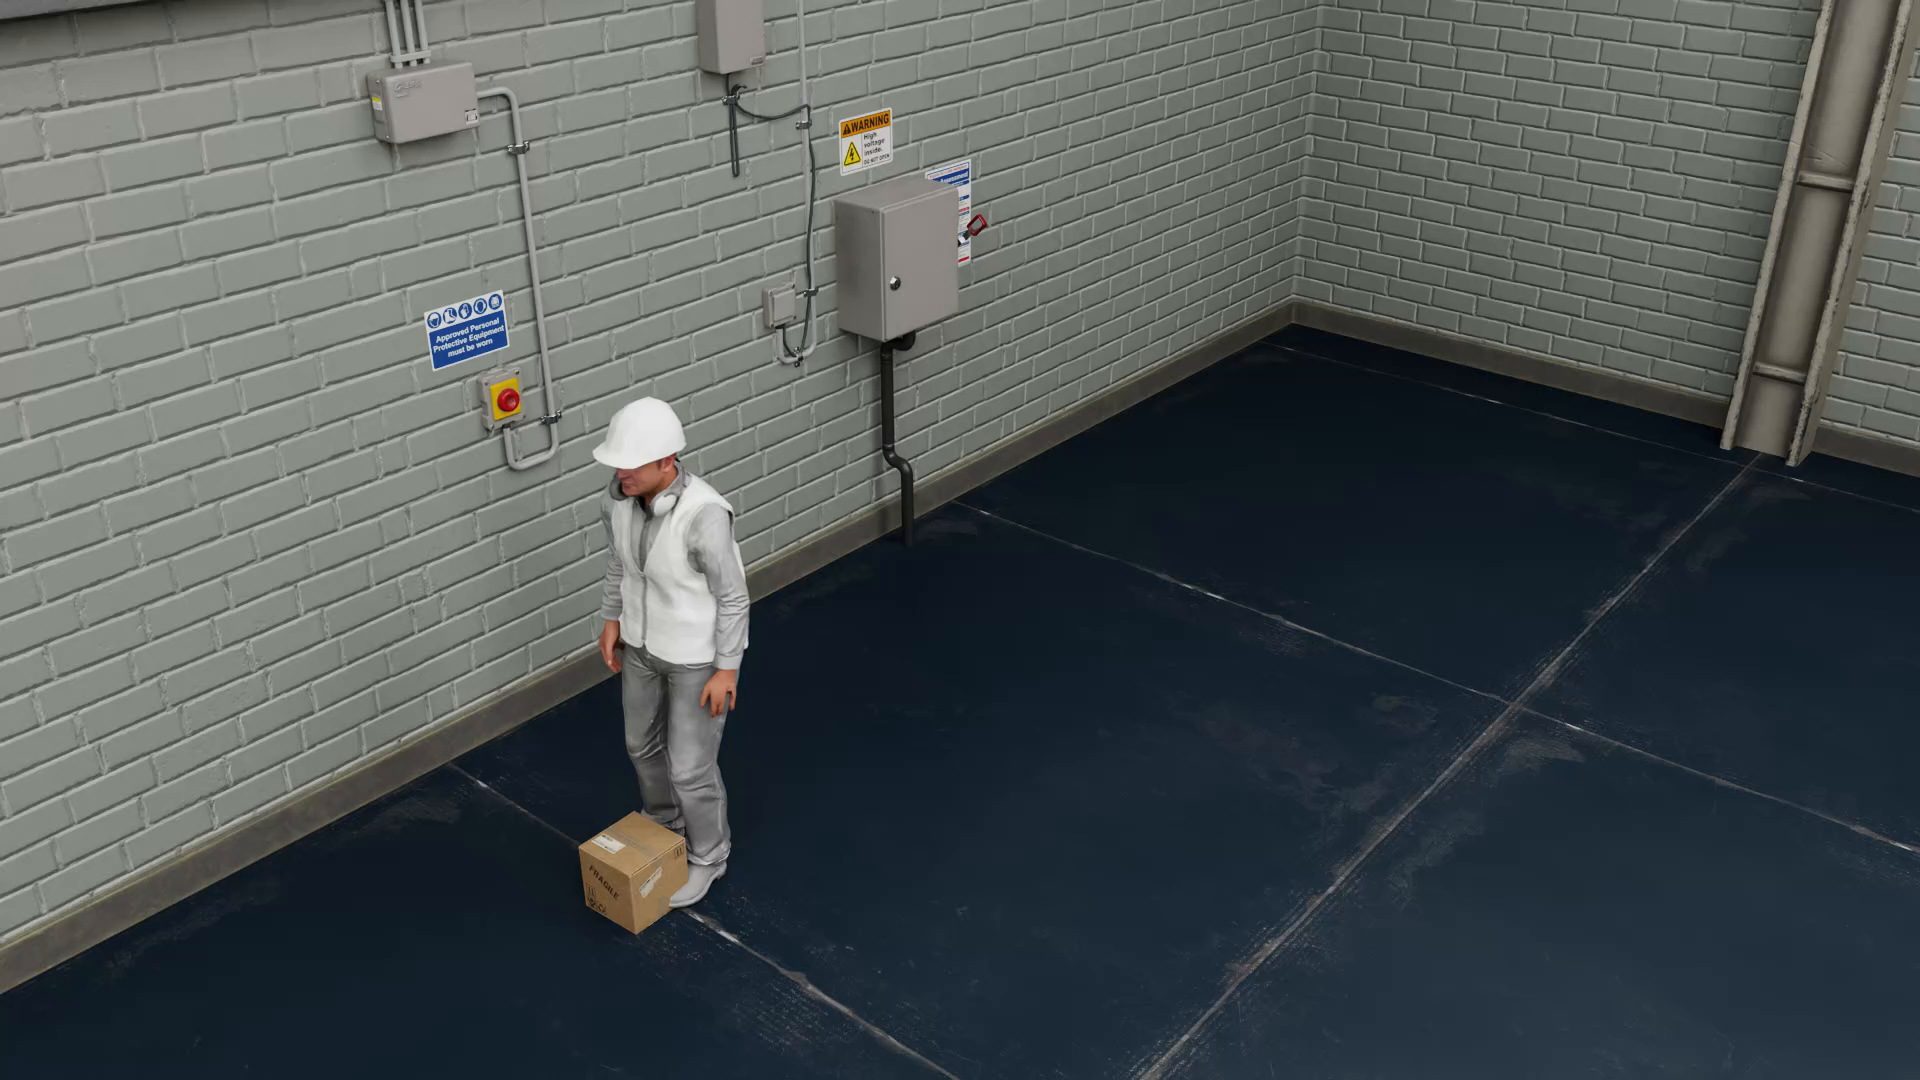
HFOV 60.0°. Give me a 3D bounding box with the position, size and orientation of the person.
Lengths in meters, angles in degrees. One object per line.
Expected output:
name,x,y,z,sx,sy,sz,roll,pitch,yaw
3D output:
person,-0.930,0.348,5.411,0.590,1.772,0.464,19,33,33
